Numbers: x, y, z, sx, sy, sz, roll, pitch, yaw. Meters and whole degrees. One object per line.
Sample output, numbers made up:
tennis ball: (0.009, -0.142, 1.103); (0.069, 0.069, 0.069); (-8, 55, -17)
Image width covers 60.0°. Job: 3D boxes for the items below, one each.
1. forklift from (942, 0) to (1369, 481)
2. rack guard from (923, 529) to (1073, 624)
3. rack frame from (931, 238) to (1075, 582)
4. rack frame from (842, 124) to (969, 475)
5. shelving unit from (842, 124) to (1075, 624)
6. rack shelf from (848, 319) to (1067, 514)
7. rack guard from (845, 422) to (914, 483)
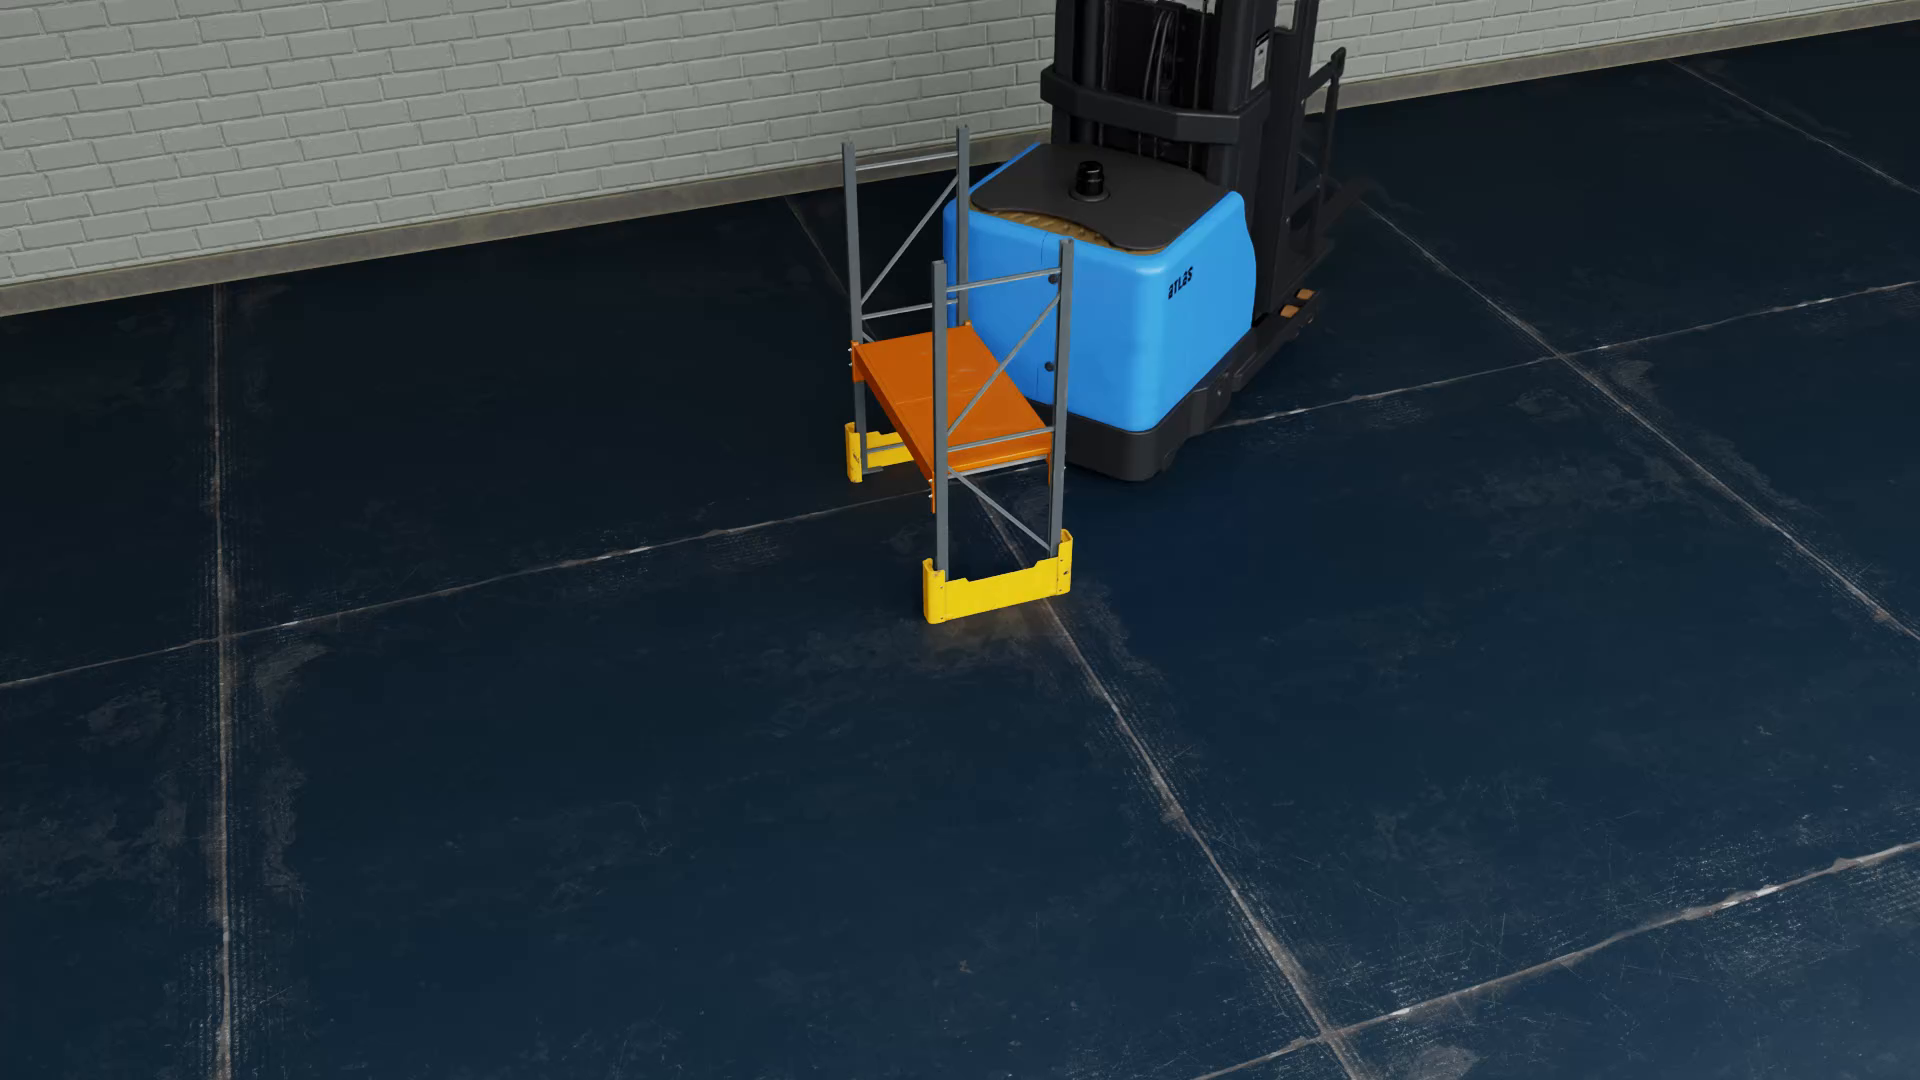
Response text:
forklift: (1.120, -2.273, 7.331); (1.130, 2.935, 3.031); (21, 42, 25)
rack guard: (0.145, 0.138, 6.358); (0.587, 0.250, 0.087); (-12, 39, -16)
rack frame: (0.146, -0.360, 5.981); (0.500, 1.500, 0.032); (-12, 39, -16)
rack frame: (-0.204, -0.934, 6.744); (0.500, 1.500, 0.032); (-12, 39, -16)
shelving unit: (-0.026, -0.642, 6.356); (0.587, 1.500, 1.083); (-12, 39, -16)
rack shelf: (-0.029, -0.504, 6.471); (0.538, 0.185, 1.000); (-12, 39, -16)
rack guard: (-0.198, -0.424, 7.105); (0.587, 0.250, 0.087); (-12, 39, -16)
